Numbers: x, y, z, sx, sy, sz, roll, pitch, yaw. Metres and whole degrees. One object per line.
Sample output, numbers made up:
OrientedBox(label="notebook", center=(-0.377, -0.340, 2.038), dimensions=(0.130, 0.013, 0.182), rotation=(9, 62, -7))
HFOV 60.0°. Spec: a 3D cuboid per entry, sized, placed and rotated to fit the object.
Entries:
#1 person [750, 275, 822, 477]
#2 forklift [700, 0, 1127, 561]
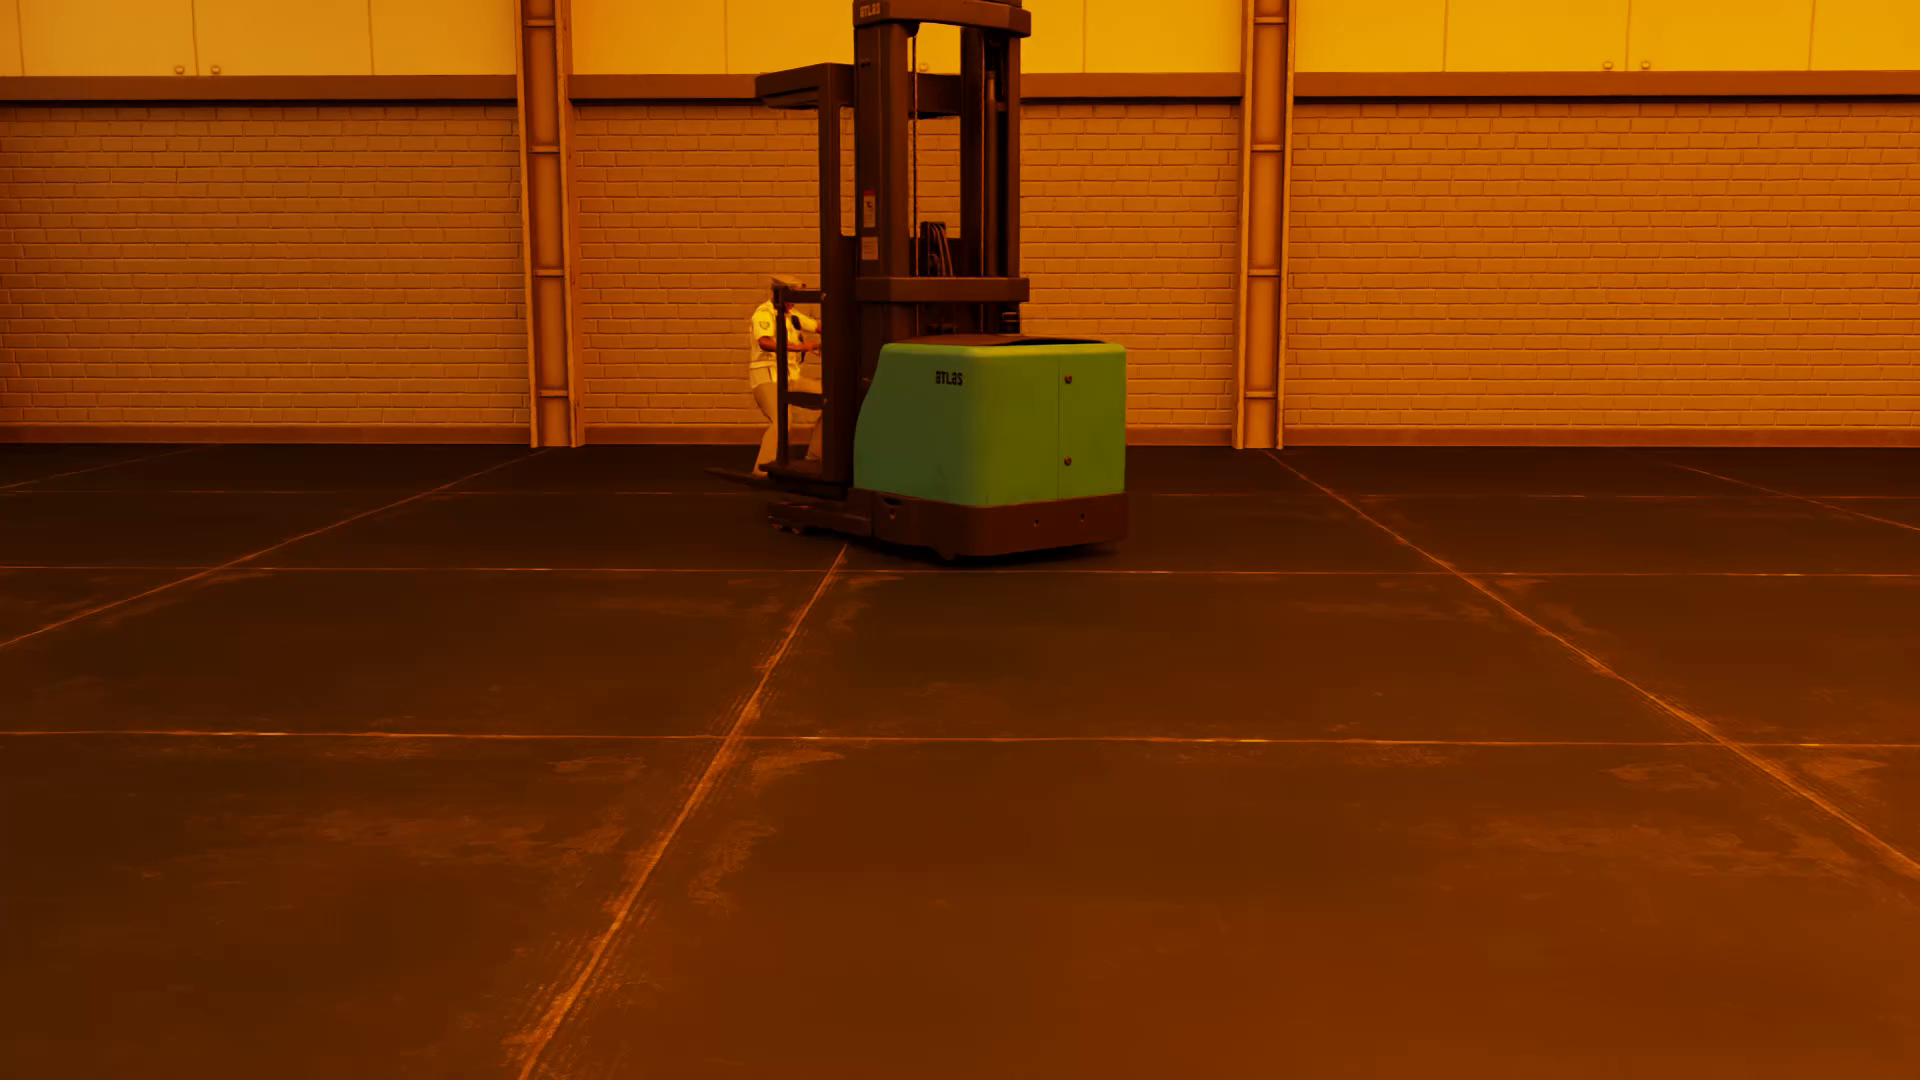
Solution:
OrientedBox(label="person", center=(-1.132, -1.139, 11.697), dimensions=(0.670, 1.438, 1.126), rotation=(6, 11, 34))
OrientedBox(label="forklift", center=(-0.436, -1.521, 9.255), dimensions=(1.130, 2.935, 3.031), rotation=(-7, 11, -37))
